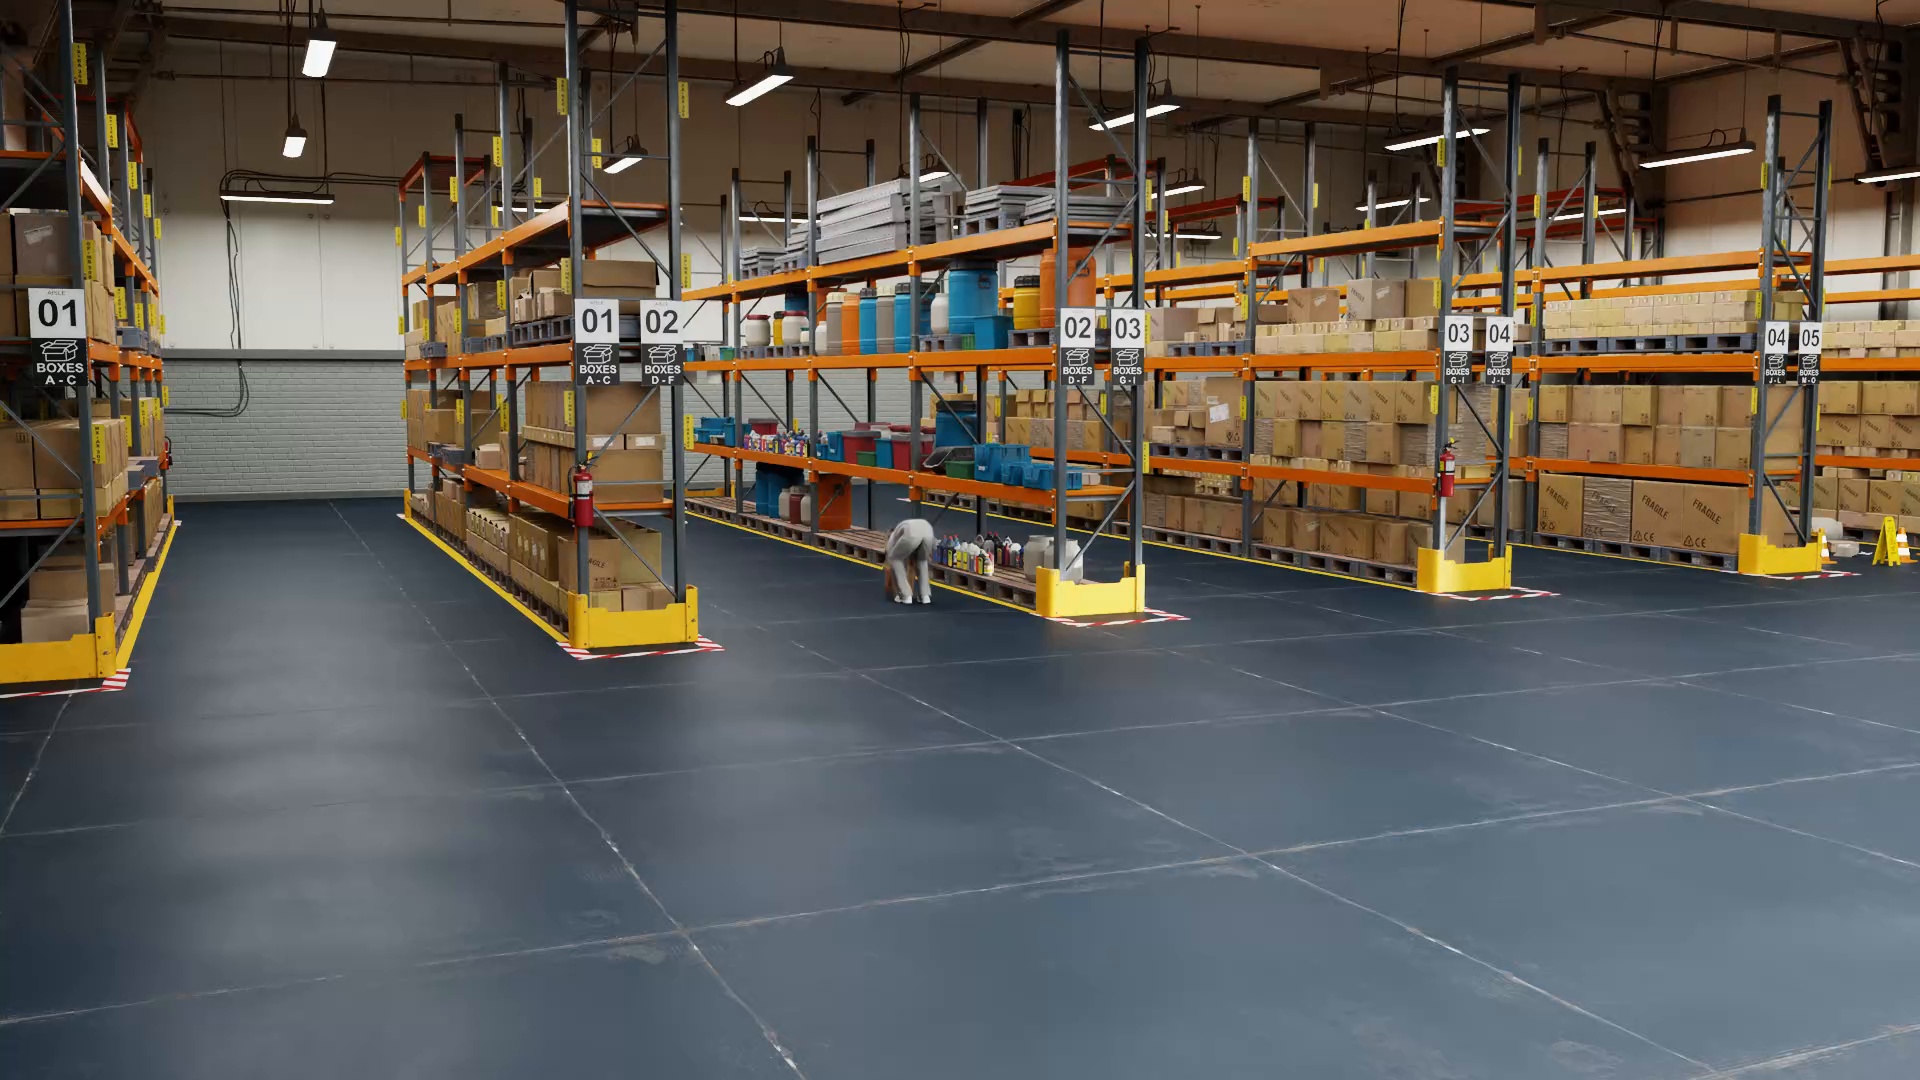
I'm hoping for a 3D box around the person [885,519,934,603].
[{"bbox_3d":[-0.587,0.218,18.564,0.454,0.935,0.854,-3,6,-27],"label":"person"}]
